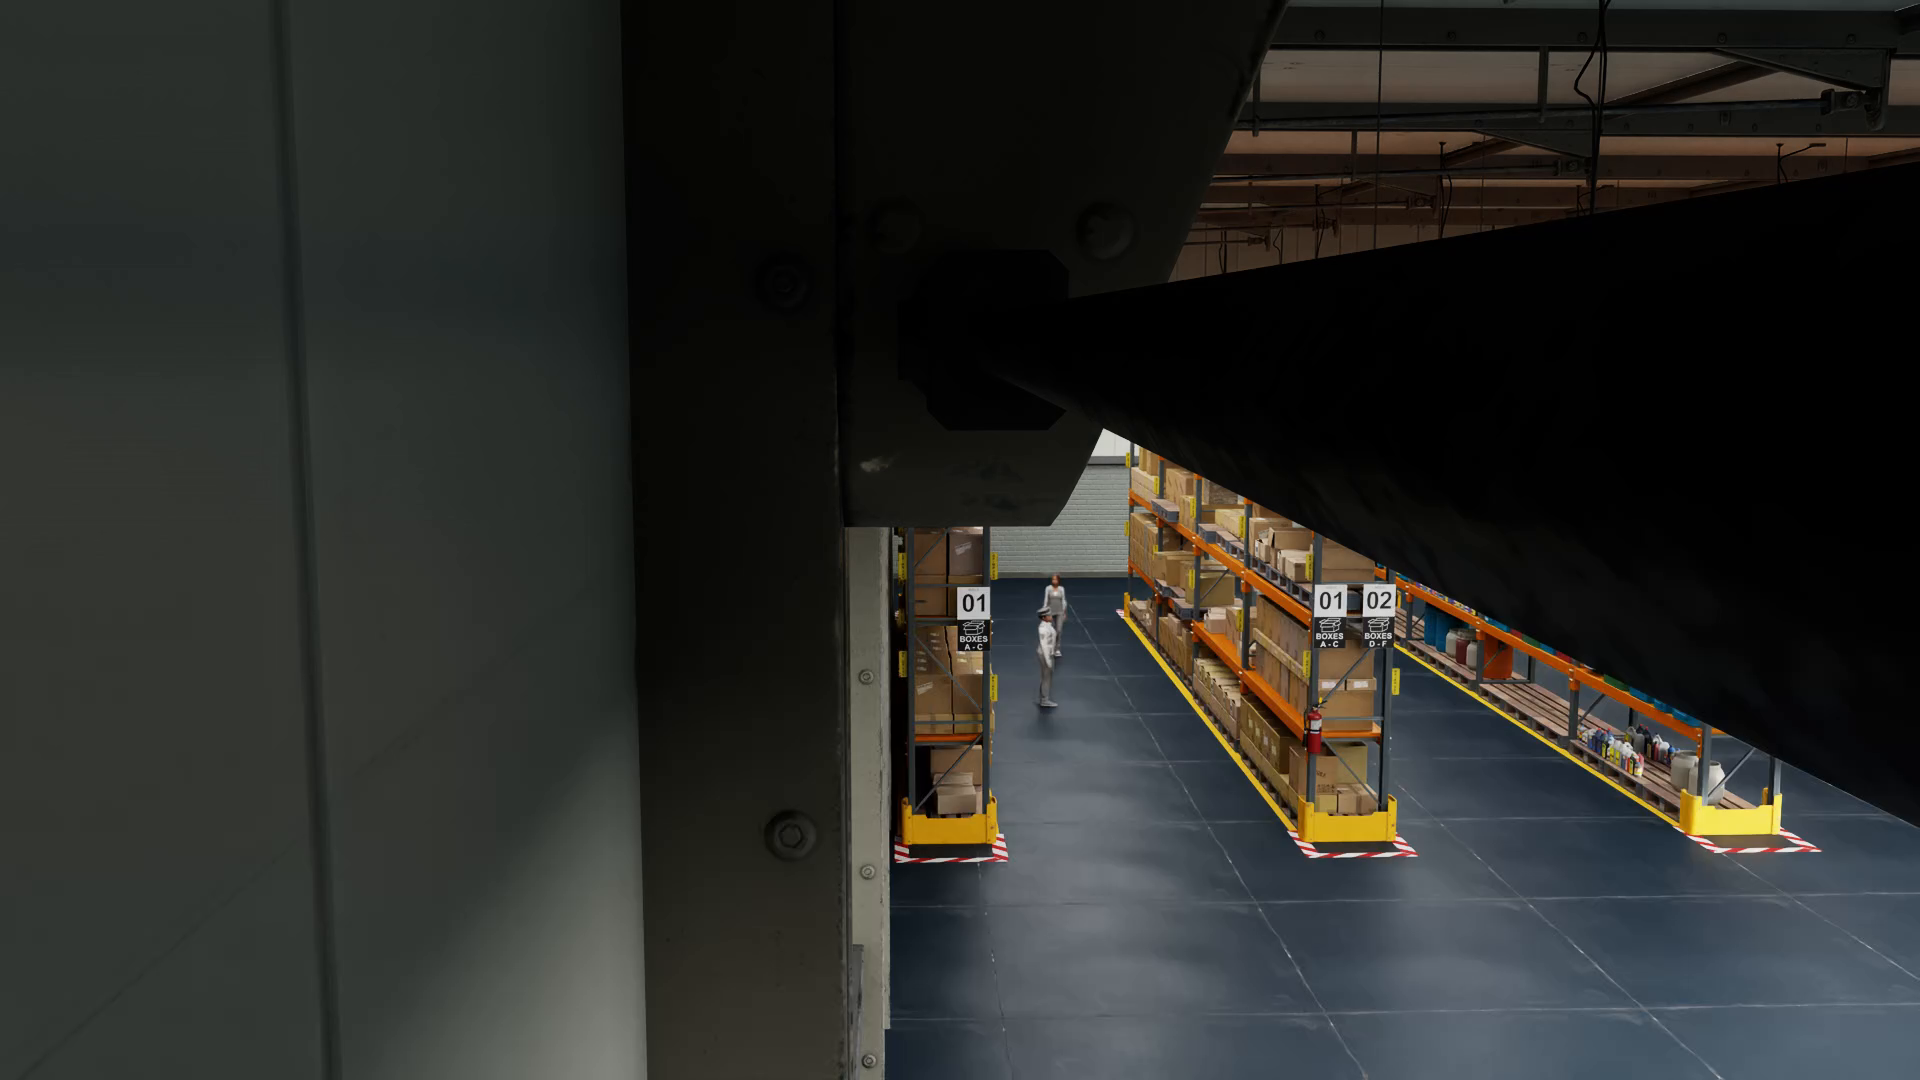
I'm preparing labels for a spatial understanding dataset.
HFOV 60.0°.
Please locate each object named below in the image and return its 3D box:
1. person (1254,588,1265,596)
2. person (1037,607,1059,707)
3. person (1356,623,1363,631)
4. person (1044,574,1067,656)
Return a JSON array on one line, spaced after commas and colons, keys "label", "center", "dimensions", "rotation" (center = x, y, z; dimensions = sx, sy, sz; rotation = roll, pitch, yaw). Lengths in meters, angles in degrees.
[{"label": "person", "center": [6.330, 1.080, 34.426], "dimensions": [0.566, 1.724, 1.080], "rotation": [-1, 7, -6]}, {"label": "person", "center": [1.476, 1.948, 27.833], "dimensions": [0.387, 1.707, 0.569], "rotation": [1, 7, 10]}, {"label": "person", "center": [7.710, 1.322, 32.275], "dimensions": [0.615, 1.763, 0.546], "rotation": [-2, 7, -12]}, {"label": "person", "center": [1.832, 1.433, 32.062], "dimensions": [0.426, 1.590, 0.479], "rotation": [-1, 7, -8]}]
